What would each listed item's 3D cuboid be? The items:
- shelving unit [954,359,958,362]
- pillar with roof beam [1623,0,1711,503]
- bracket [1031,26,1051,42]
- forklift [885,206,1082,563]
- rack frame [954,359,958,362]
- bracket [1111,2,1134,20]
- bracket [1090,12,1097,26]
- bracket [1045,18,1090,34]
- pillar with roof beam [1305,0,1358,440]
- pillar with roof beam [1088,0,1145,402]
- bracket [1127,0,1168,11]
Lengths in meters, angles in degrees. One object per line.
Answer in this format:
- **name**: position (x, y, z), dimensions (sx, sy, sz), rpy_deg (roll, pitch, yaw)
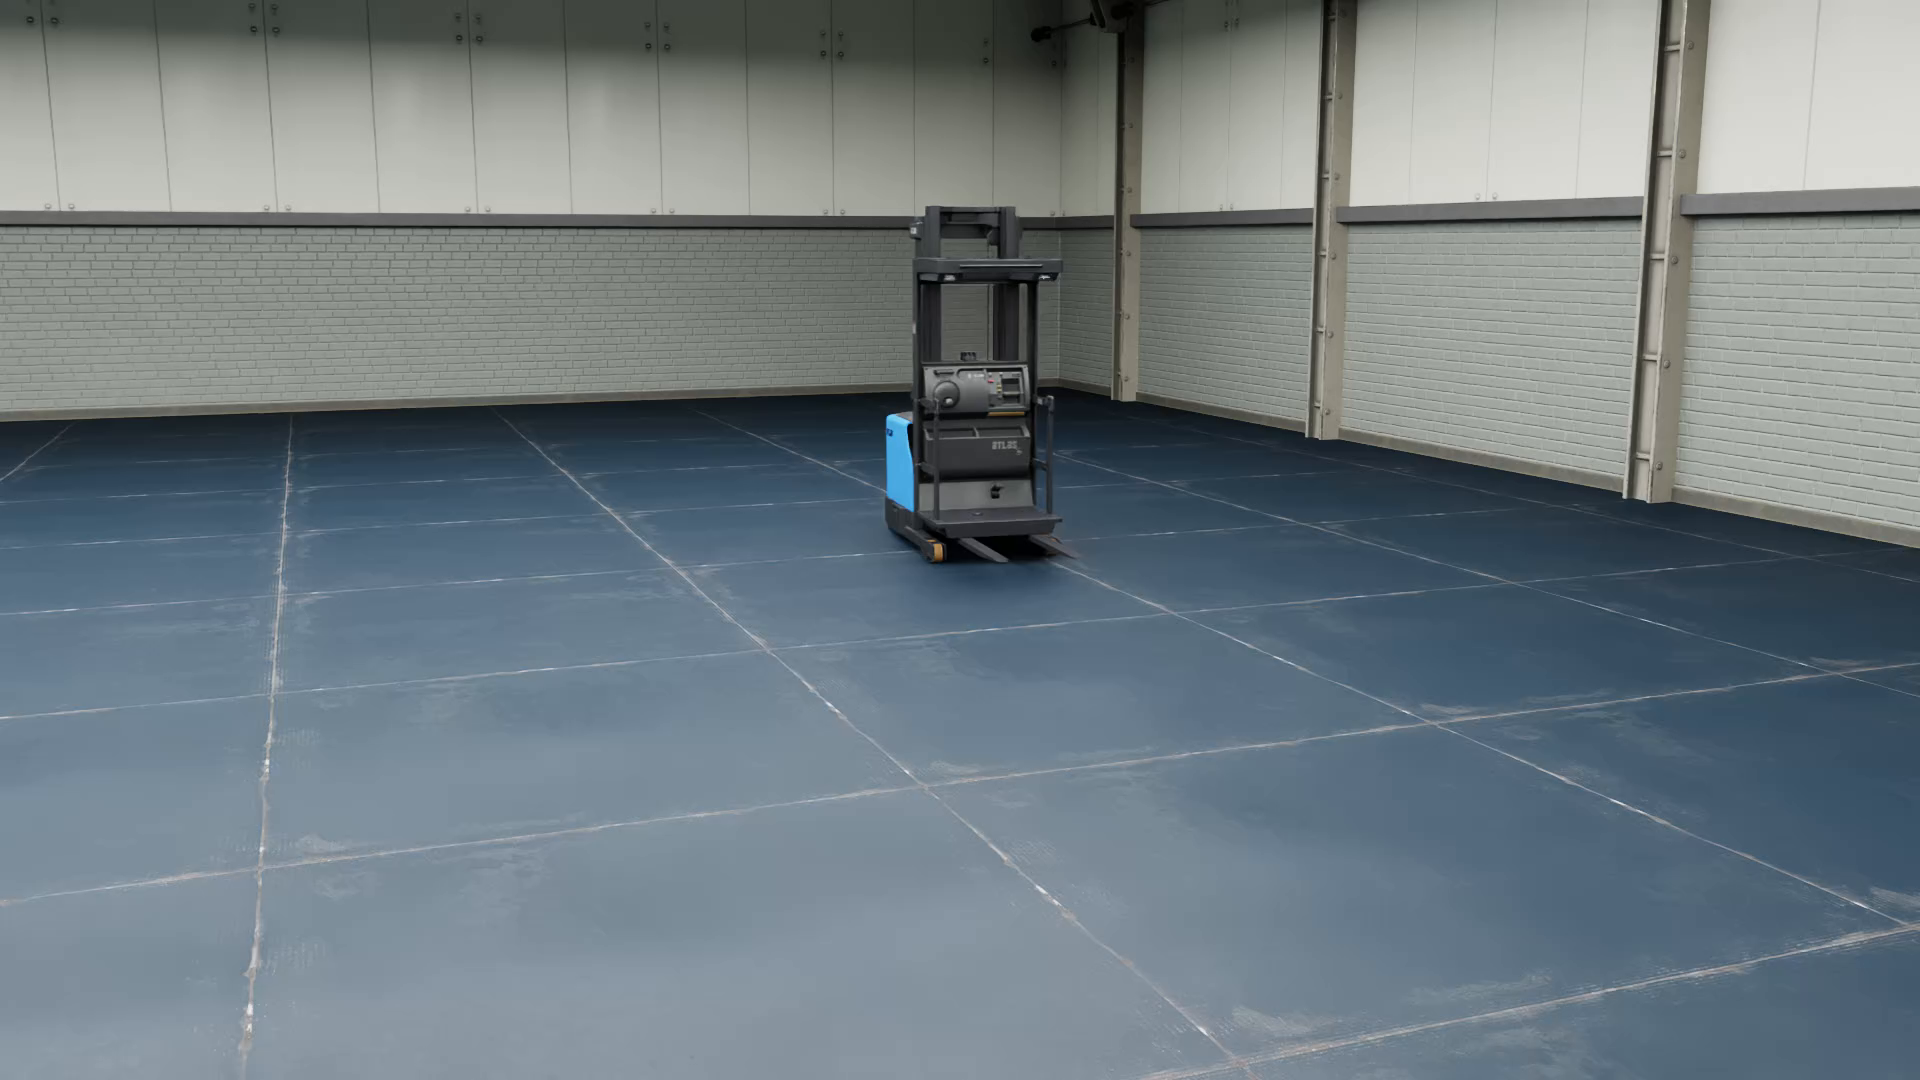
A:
- **shelving unit**: position (0.054, -0.974, 16.115), dimensions (0.431, 1.500, 0.755), rpy_deg (-8, 13, -39)
- **pillar with roof beam**: position (3.130, -4.576, 14.948), dimensions (9.100, 9.000, 0.400), rpy_deg (-4, 11, -21)
- **bracket**: position (1.454, -9.012, 29.610), dimensions (0.235, 0.232, 0.430), rpy_deg (-4, 11, -21)
- **forklift**: position (0.206, -1.327, 14.013), dimensions (1.130, 2.935, 3.031), rpy_deg (-3, 10, -16)
- **rack frame**: position (-0.181, -1.023, 16.391), dimensions (0.400, 1.500, 0.023), rpy_deg (-8, 13, -39)
- **bracket**: position (2.614, -8.489, 26.673), dimensions (0.235, 0.232, 0.430), rpy_deg (-4, 11, -21)
- **bracket**: position (2.313, -8.625, 27.435), dimensions (0.235, 0.232, 0.430), rpy_deg (-4, 11, -21)
- **bracket**: position (1.668, -8.915, 29.068), dimensions (0.076, 0.066, 3.189), rpy_deg (-4, 11, -21)
- **pillar with roof beam**: position (0.956, -5.555, 20.454), dimensions (9.100, 9.000, 0.400), rpy_deg (-4, 11, -21)
- **pillar with roof beam**: position (-1.218, -6.534, 25.960), dimensions (9.100, 9.000, 0.548), rpy_deg (-4, 11, -21)
- **bracket**: position (3.547, -8.069, 24.309), dimensions (0.076, 0.066, 4.783), rpy_deg (-4, 11, -21)
